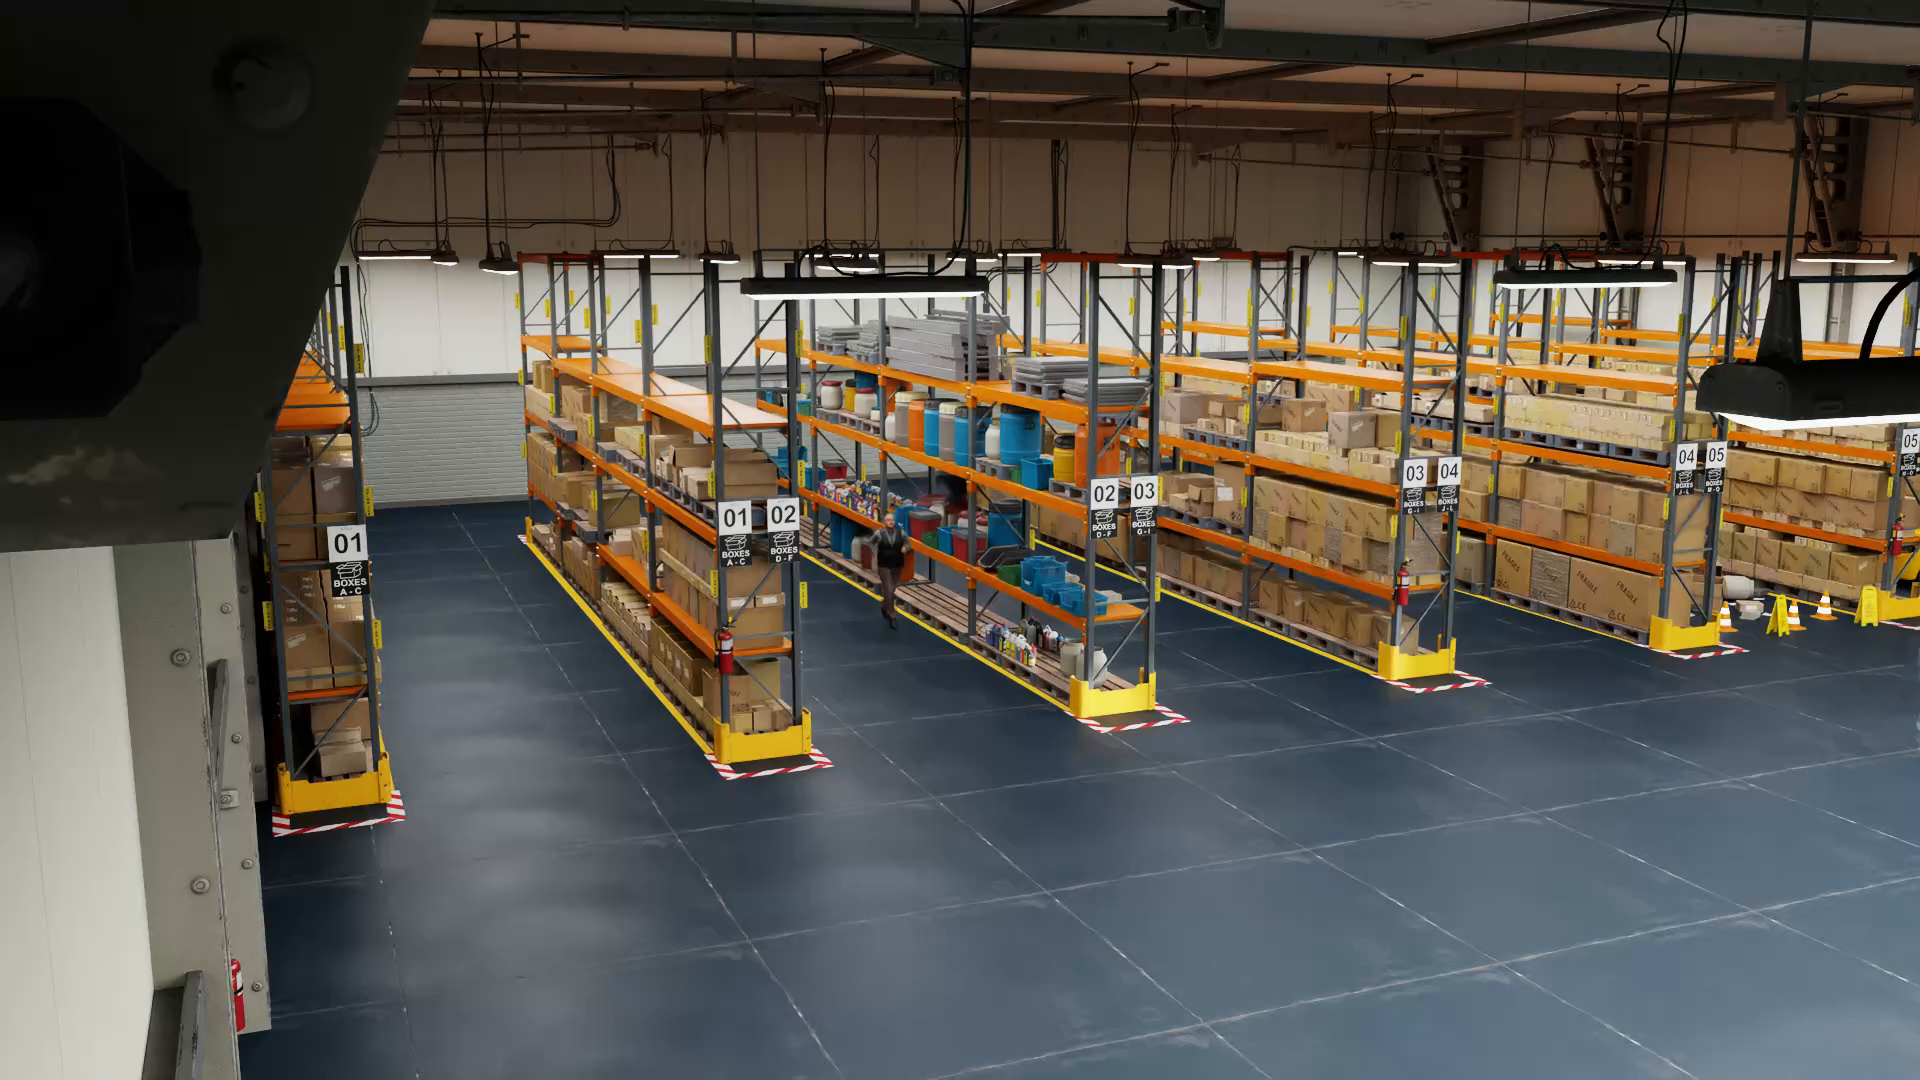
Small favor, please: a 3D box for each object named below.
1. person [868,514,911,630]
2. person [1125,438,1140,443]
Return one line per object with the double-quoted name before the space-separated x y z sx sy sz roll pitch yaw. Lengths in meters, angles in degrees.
"person" -1.070 0.458 26.126 0.638 1.774 0.817 -4 11 -22
"person" 4.192 -1.930 41.000 0.589 1.654 0.685 10 14 43
